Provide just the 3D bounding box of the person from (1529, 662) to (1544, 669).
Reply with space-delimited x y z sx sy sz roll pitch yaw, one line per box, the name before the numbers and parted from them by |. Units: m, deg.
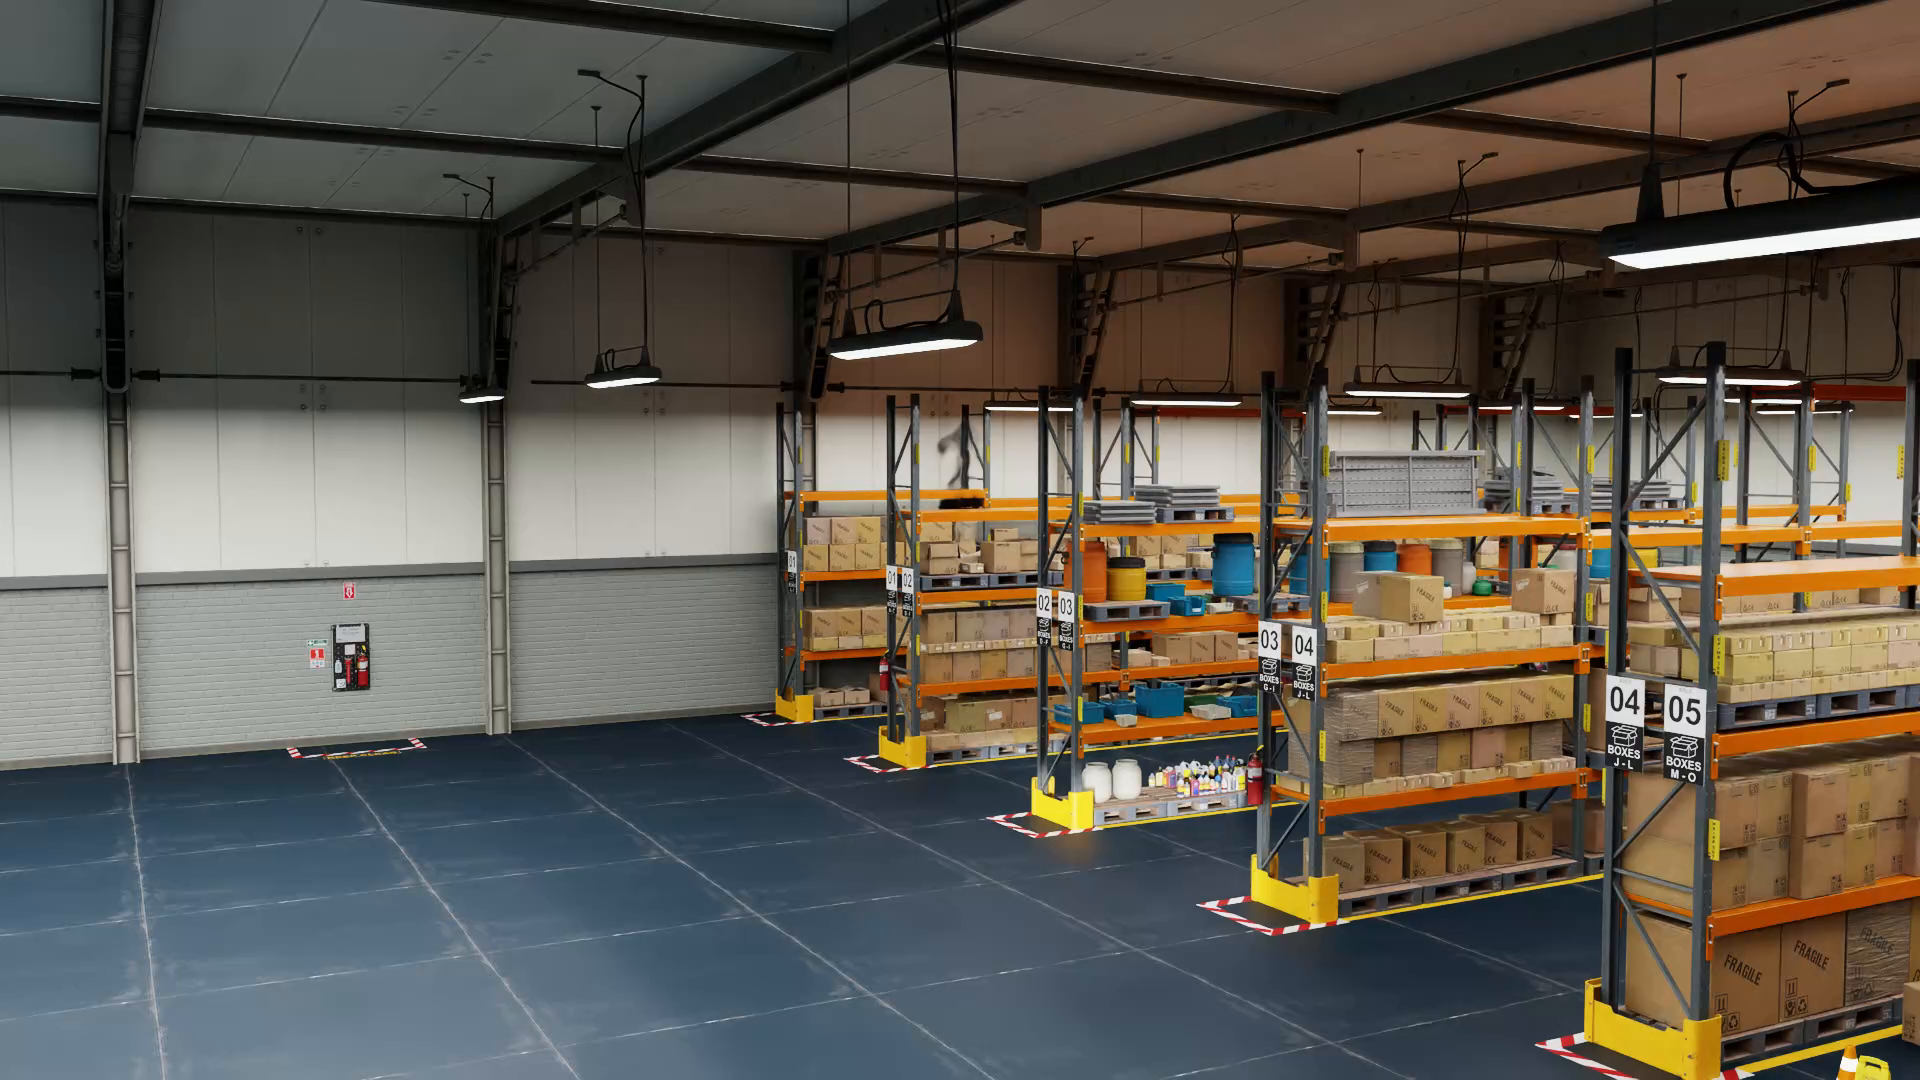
person | 10.470 2.528 30.241 0.968 1.776 0.657 -2 4 -37
